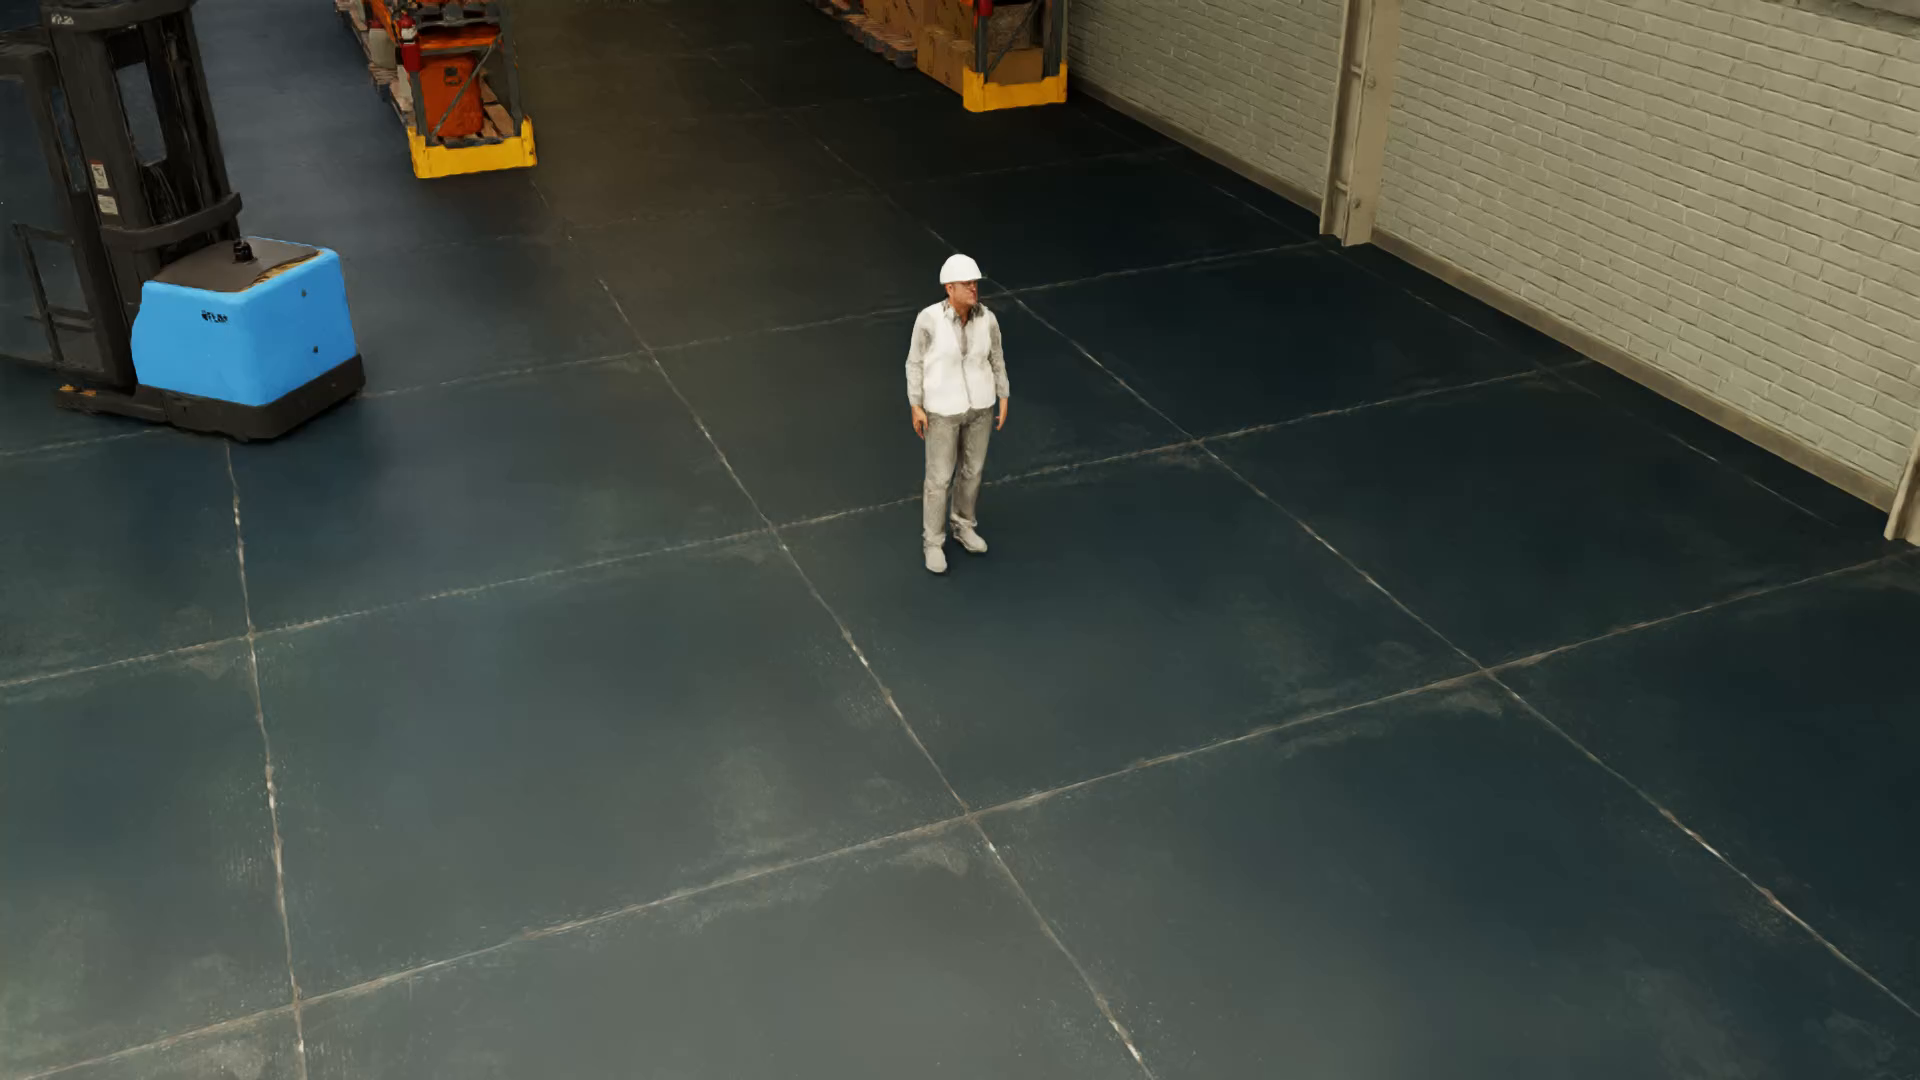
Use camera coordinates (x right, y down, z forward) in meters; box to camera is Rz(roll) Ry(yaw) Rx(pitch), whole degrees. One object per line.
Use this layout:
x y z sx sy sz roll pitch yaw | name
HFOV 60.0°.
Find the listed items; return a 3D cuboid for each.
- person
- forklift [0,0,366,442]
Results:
0.017 -0.746 9.576 0.632 1.773 0.567 -12 32 -20 | person
-5.817 -2.385 11.290 3.031 2.935 1.130 11 32 19 | forklift
